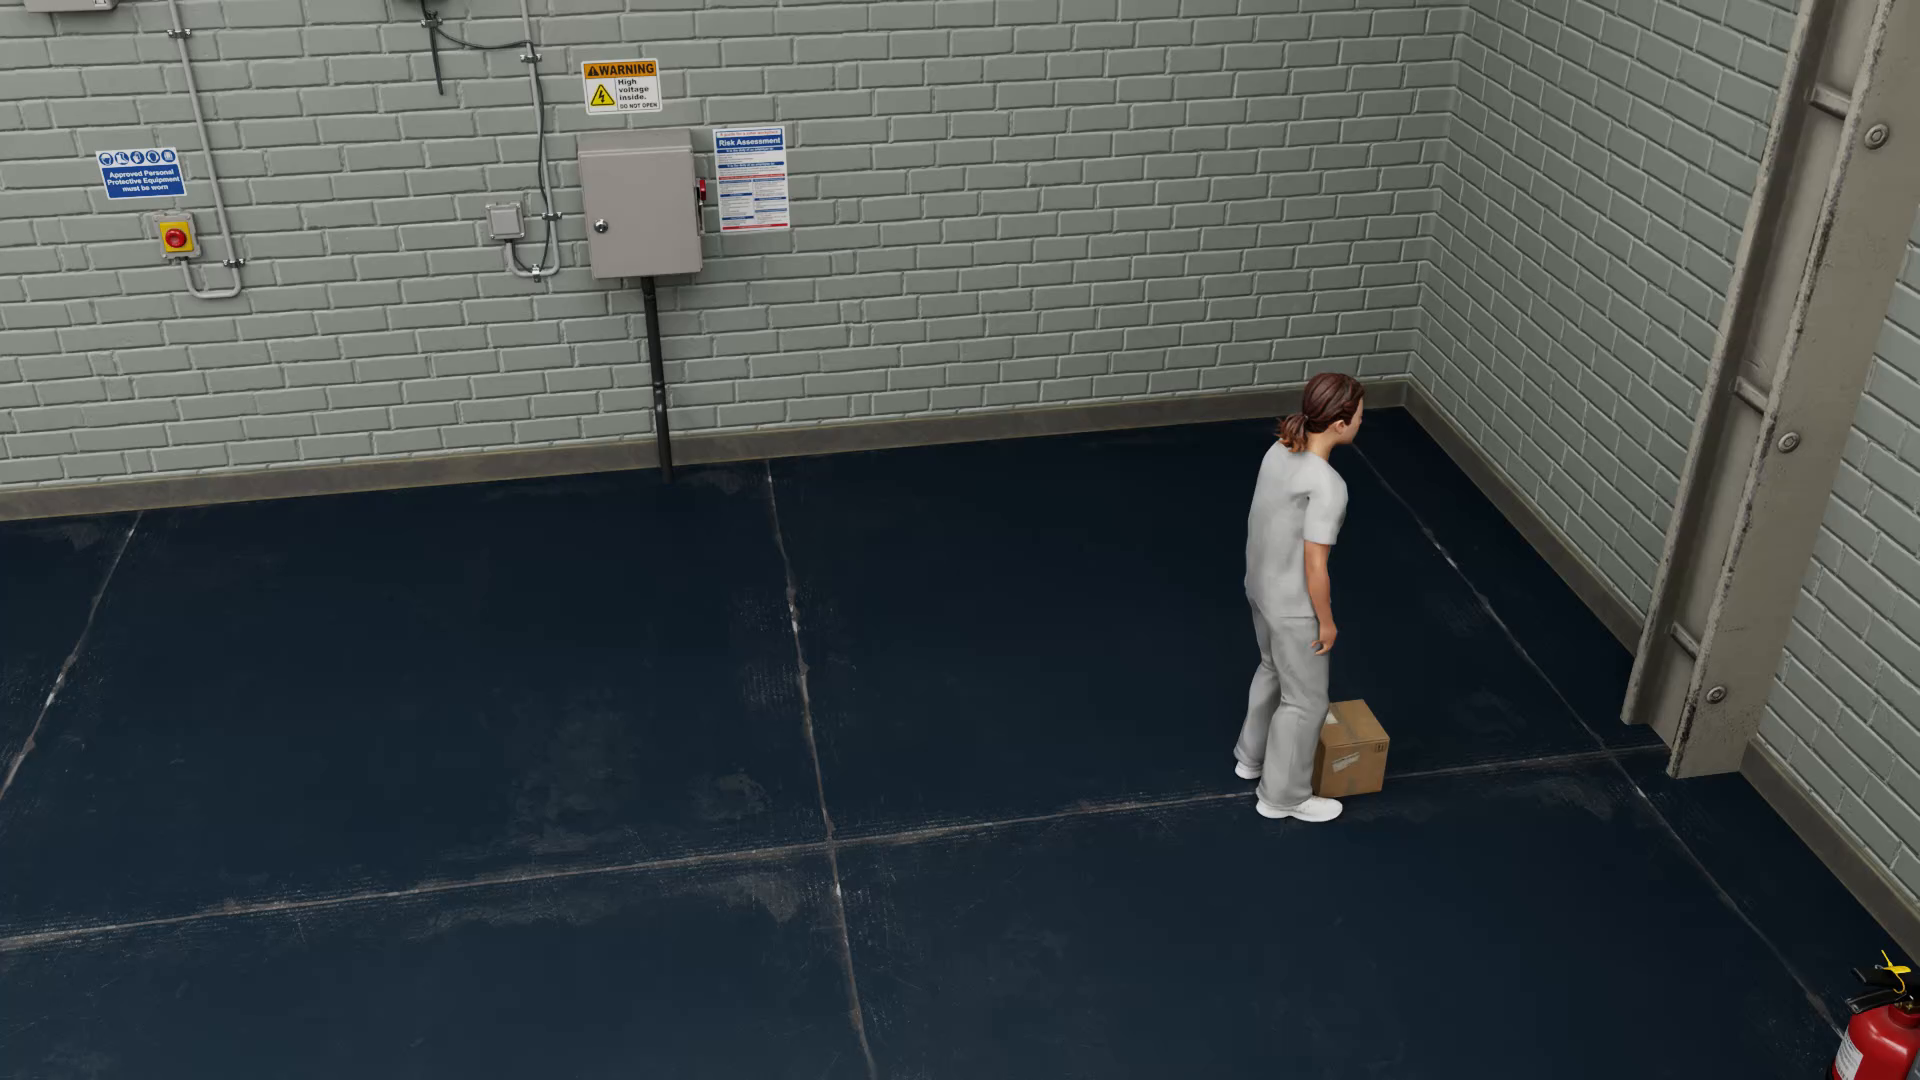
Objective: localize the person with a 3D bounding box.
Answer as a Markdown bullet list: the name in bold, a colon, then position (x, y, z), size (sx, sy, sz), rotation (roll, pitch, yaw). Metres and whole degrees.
- **person**: position (1.180, 0.198, 5.802), size (0.364, 1.671, 0.499), rotation (-7, 31, -11)
